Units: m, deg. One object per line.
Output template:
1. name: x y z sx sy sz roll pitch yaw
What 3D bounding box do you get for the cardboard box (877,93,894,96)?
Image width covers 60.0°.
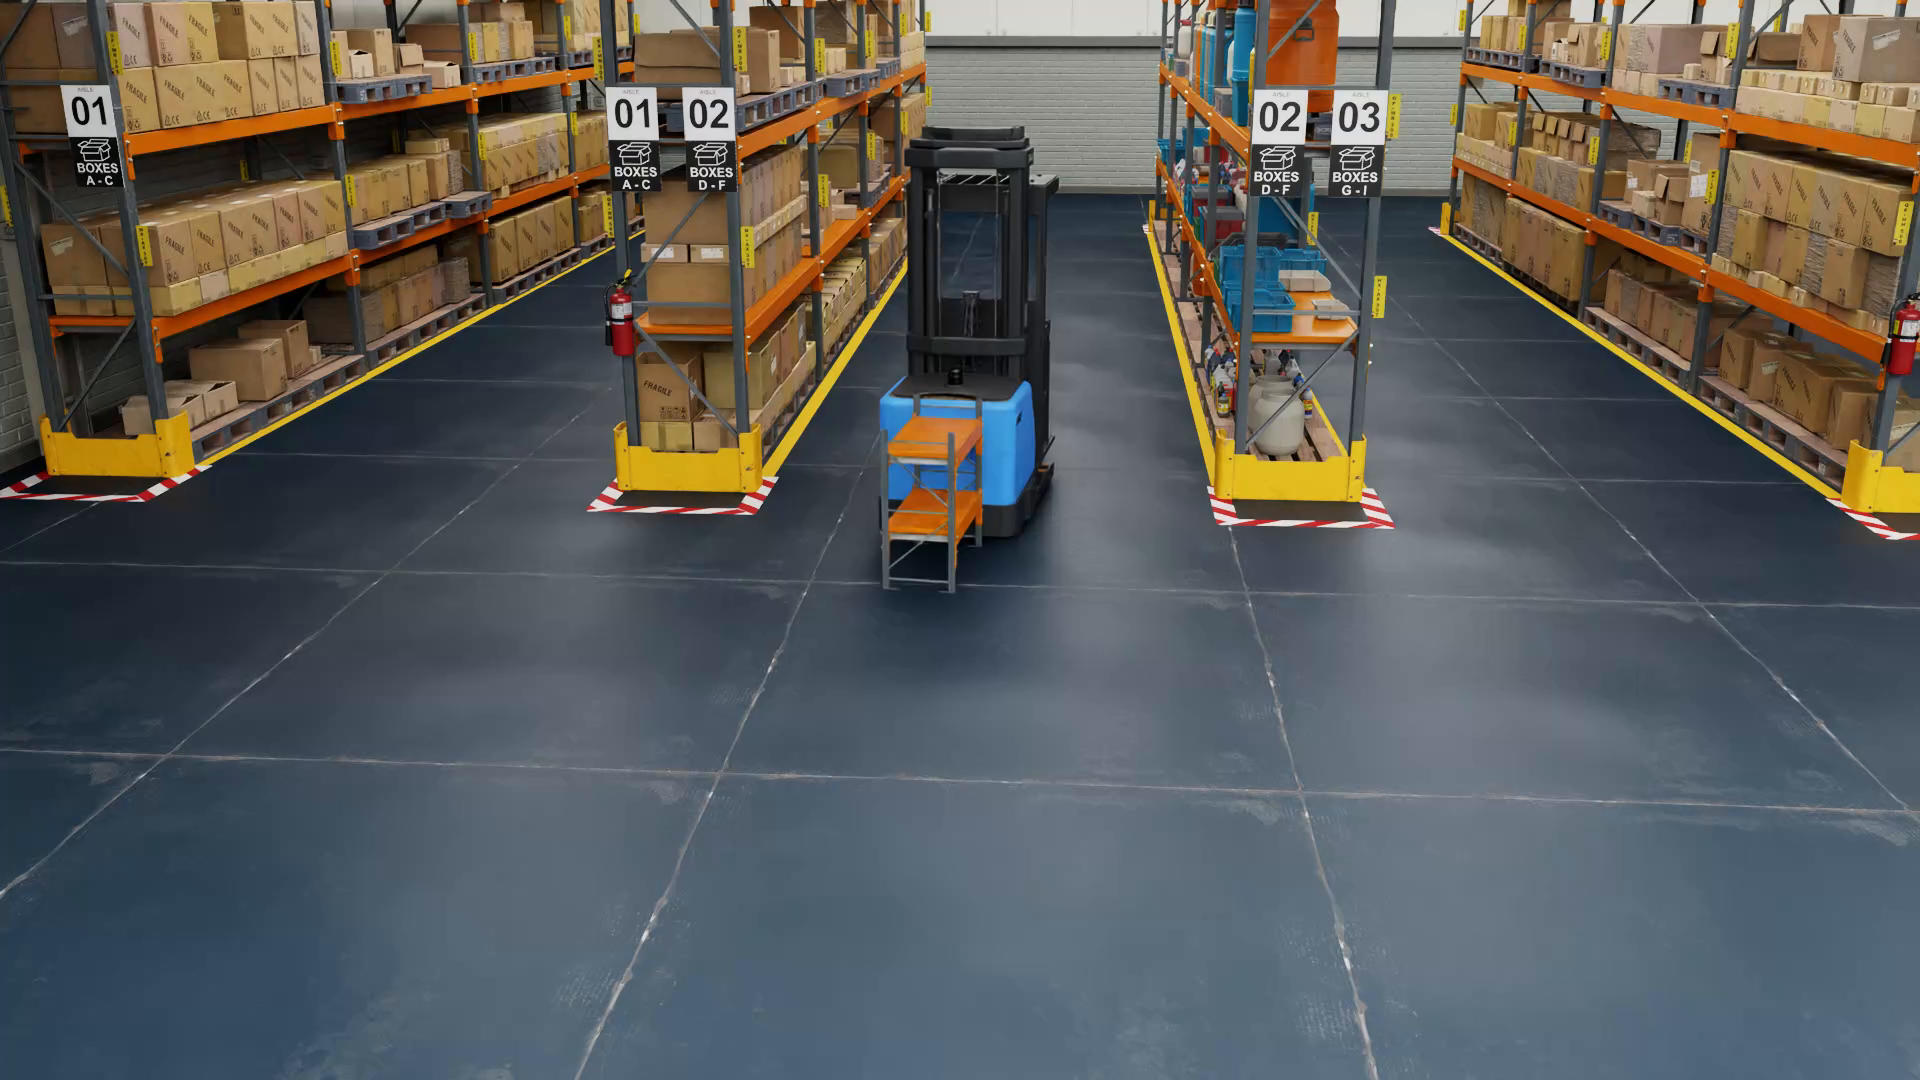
1. cardboard box: -1.382 -7.244 27.946 0.500 0.500 0.500 2 18 6

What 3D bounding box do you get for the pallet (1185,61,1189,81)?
1. pallet: 3.529 -6.237 22.125 1.003 0.211 1.213 1 18 4

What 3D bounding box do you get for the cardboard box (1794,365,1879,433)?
1. cardboard box: 7.780 -1.247 14.752 0.500 0.500 0.500 3 18 9

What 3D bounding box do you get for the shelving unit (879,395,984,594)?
1. shelving unit: -0.184 -0.341 11.657 0.538 1.125 1.048 3 18 10

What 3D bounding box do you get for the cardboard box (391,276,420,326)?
1. cardboard box: -6.789 -2.805 19.474 0.700 0.500 0.500 1 18 5

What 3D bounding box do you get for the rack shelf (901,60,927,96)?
1. rack shelf: -1.231 -7.315 26.269 1.077 0.370 4.000 1 18 4

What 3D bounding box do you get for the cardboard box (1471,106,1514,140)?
1. cardboard box: 8.423 -6.598 26.300 0.500 0.500 0.500 1 18 2

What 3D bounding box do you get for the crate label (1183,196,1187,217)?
1. crate label: 2.875 -4.055 20.249 0.303 0.233 0.416 1 18 4

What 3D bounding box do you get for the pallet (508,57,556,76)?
1. pallet: -6.332 -6.769 23.753 0.805 0.209 1.217 1 18 2

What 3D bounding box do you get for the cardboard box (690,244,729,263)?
1. cardboard box: -1.991 -2.357 13.595 0.380 0.149 0.250 1 18 4

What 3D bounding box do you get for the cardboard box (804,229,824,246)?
1. cardboard box: -1.680 -3.277 18.011 0.380 0.149 0.250 1 18 4

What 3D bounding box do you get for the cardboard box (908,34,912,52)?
1. cardboard box: -1.010 -7.658 25.598 0.500 0.250 0.500 1 18 4

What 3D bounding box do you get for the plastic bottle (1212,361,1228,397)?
1. plastic bottle: 2.477 -1.533 15.830 0.144 0.351 0.185 1 18 3

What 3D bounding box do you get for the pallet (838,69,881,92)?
1. pallet: -1.620 -5.491 19.850 1.213 0.211 1.003 2 18 6

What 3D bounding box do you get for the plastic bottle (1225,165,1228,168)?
1. plastic bottle: 3.834 -5.197 23.665 0.152 0.276 0.135 1 18 4

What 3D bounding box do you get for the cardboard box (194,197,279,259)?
1. cardboard box: -6.728 -2.904 15.471 0.500 0.500 0.500 2 18 6

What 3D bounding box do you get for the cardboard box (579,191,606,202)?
1. cardboard box: -5.916 -5.534 26.794 0.380 0.149 0.250 1 18 2

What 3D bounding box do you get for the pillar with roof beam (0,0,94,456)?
1. pillar with roof beam: -3.694 -4.985 13.184 9.100 9.000 0.400 1 18 4

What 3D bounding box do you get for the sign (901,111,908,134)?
1. sign: -0.820 -6.150 24.514 0.100 0.325 0.005 1 18 4

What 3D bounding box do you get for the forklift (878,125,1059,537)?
1. forklift: 0.177 -1.833 13.309 1.130 2.935 3.031 3 18 10

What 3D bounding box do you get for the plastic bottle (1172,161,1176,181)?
1. plastic bottle: 3.115 -5.339 24.087 0.061 0.283 0.133 1 18 4

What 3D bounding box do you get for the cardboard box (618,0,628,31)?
1. cardboard box: -5.809 -8.687 27.500 0.500 0.500 0.500 1 18 4

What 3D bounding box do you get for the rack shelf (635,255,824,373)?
1. rack shelf: -2.091 -2.163 15.362 1.077 0.370 4.000 1 18 4

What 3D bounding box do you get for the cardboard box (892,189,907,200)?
1. cardboard box: -0.881 -5.700 28.309 0.500 0.500 0.500 1 18 4

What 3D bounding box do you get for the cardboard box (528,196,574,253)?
1. cardboard box: -6.232 -4.693 24.707 0.750 0.750 0.750 1 18 5

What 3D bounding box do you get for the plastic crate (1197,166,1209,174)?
1. plastic crate: 3.742 -5.544 24.851 0.396 0.136 0.243 1 18 4

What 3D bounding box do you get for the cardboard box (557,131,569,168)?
1. cardboard box: -6.097 -5.770 24.543 0.500 0.500 0.500 1 18 3

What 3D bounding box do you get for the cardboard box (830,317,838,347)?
1. cardboard box: -1.634 -2.297 18.359 0.500 0.250 0.500 2 18 5

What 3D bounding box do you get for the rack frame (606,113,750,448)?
1. rack frame: -2.234 -1.884 13.355 1.000 3.000 0.127 1 18 4

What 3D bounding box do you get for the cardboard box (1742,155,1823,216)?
1. cardboard box: 7.613 -3.278 15.367 0.500 0.500 0.500 1 18 4

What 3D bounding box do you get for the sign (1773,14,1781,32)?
1. sign: 13.192 -8.341 26.842 0.100 0.325 0.005 1 18 4

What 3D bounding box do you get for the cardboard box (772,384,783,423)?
1. cardboard box: -1.905 -1.249 15.159 0.500 0.250 0.500 1 18 4

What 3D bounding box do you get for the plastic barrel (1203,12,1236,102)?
1. plastic barrel: 2.860 -5.044 17.377 0.600 0.901 0.600 0 18 0

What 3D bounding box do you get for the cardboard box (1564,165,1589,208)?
1. cardboard box: 8.050 -4.507 21.200 0.500 0.500 0.500 1 18 3

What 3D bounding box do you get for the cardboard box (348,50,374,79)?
1. cardboard box: -6.726 -5.177 18.058 0.500 0.311 0.500 2 18 6

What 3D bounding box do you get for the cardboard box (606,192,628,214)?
1. cardboard box: -6.015 -5.599 28.033 0.700 0.500 0.500 1 18 4

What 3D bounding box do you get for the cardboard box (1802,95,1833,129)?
1. cardboard box: 7.536 -3.641 14.143 0.500 0.250 0.500 1 18 3

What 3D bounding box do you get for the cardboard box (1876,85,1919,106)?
1. cardboard box: 7.401 -3.464 12.960 0.380 0.149 0.250 0 18 2

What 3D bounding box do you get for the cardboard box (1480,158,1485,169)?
1. cardboard box: 8.313 -5.849 25.860 0.380 0.149 0.250 2 18 5

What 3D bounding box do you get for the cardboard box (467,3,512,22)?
1. cardboard box: -6.534 -7.316 23.045 0.500 0.250 0.500 1 18 2

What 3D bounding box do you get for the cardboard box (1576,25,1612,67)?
1. cardboard box: 8.166 -6.280 21.118 0.500 0.500 0.500 2 18 7

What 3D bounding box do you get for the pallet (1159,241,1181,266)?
1. pallet: 3.580 -4.403 25.522 1.003 0.211 1.213 1 18 4

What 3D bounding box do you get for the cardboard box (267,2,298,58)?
1. cardboard box: -6.683 -4.860 15.822 0.500 0.500 0.500 2 18 7

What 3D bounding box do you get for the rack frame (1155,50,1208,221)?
1. rack frame: 3.853 -6.741 28.179 1.000 3.000 0.127 1 18 4

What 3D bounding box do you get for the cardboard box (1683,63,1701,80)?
1. cardboard box: 7.968 -5.002 17.756 0.380 0.166 0.250 1 18 2

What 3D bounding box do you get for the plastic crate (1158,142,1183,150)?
1. plastic crate: 3.460 -6.416 27.360 0.416 0.233 0.300 1 18 4

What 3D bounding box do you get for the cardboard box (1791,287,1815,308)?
1. cardboard box: 7.464 -2.103 14.429 0.380 0.149 0.250 1 18 4

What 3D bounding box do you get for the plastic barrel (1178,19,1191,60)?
1. plastic barrel: 3.279 -7.031 23.352 0.433 0.535 0.433 0 18 0

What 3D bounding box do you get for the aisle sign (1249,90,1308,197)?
1. aisle sign: 2.405 -2.992 12.561 0.394 0.787 0.004 1 18 4

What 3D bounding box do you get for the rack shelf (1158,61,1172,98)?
1. rack shelf: 3.710 -7.204 25.928 1.077 0.370 4.000 1 18 4

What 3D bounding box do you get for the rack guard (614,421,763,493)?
1. rack guard: -2.236 -0.688 13.721 1.175 0.500 0.348 1 18 4

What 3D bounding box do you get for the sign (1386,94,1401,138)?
1. sign: 3.254 -3.188 12.504 0.100 0.325 0.005 1 18 4

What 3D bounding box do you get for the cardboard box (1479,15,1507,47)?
1. cardboard box: 8.809 -8.188 26.782 0.700 0.500 0.500 0 18 1

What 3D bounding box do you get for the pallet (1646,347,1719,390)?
1. pallet: 7.987 -1.821 17.640 1.003 0.211 1.213 1 18 4

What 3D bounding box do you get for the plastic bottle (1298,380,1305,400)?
1. plastic bottle: 3.171 -1.347 15.392 0.097 0.271 0.097 0 18 0

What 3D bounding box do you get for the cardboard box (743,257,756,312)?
1. cardboard box: -2.155 -2.239 14.279 0.700 0.500 0.500 2 18 5

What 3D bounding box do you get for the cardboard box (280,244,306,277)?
1. cardboard box: -6.685 -2.709 16.081 0.500 0.250 0.500 1 18 4
